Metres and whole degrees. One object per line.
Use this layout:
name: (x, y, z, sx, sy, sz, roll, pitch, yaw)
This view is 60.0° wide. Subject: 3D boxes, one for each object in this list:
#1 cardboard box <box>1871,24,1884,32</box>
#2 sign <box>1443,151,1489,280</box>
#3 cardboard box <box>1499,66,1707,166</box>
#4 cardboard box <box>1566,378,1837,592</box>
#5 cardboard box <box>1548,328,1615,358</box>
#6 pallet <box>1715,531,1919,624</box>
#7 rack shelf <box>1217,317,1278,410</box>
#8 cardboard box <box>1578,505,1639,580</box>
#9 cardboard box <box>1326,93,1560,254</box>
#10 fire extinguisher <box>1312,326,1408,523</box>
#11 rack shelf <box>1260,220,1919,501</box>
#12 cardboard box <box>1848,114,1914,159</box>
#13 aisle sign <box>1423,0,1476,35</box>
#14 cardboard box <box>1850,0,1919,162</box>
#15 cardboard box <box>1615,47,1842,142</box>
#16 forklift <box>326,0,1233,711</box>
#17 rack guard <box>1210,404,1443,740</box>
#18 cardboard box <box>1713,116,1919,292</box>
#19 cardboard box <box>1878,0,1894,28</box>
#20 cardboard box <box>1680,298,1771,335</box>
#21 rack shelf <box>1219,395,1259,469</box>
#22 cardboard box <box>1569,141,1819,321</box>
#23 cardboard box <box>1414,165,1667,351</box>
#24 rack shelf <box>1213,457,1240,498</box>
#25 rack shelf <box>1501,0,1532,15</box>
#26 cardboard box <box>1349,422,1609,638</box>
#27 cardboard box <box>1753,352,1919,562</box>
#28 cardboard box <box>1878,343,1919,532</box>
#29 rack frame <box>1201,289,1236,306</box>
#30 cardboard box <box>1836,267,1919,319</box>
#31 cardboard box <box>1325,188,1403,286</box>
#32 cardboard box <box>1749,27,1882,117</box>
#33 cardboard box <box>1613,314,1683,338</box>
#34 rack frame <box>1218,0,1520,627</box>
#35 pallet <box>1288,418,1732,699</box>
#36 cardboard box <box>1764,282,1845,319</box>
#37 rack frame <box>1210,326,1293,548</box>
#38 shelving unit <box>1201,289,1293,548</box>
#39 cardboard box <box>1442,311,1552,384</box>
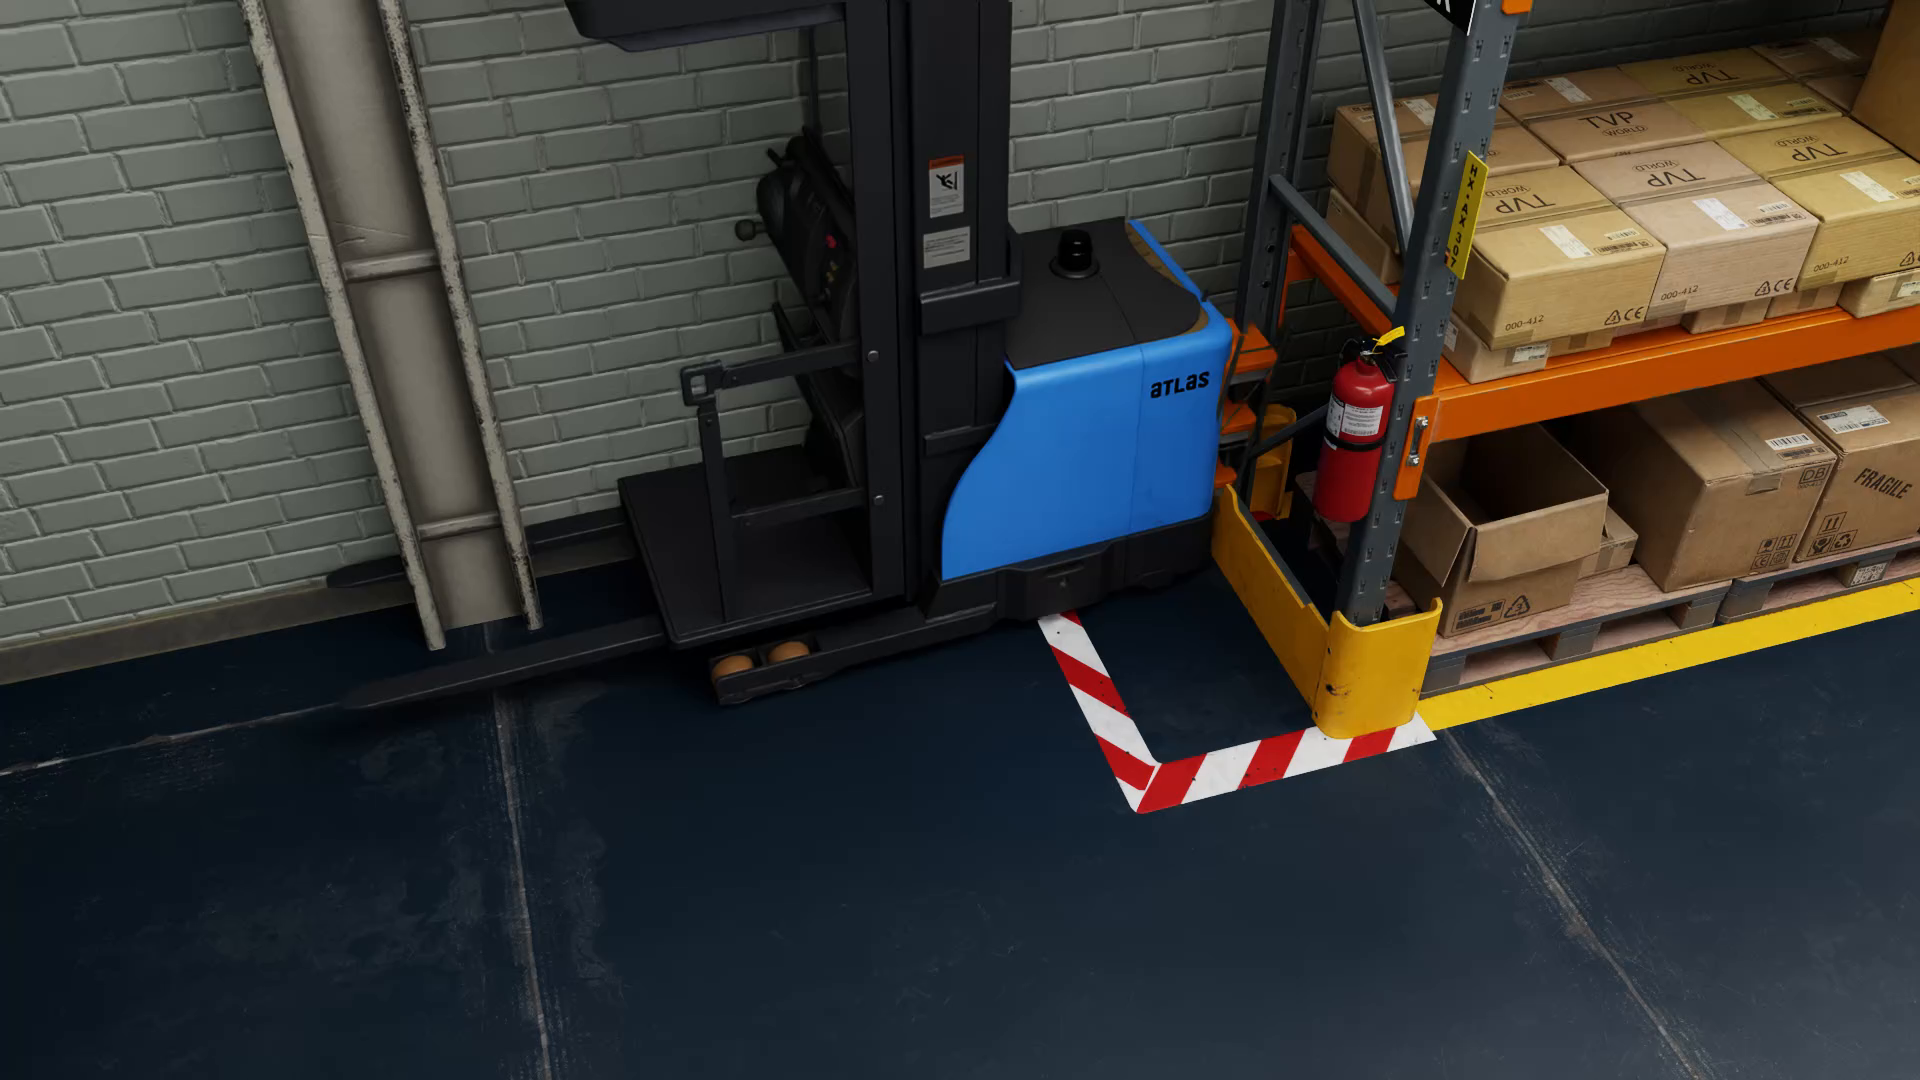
cardboard box: (3.424, -1.558, 5.642, 0.500, 0.250, 0.500, -11, 42, -12)
sign: (1.294, -0.830, 4.263, 0.005, 0.325, 0.100, -12, 42, -13)
cardboard box: (1.982, -1.259, 5.299, 0.500, 0.250, 0.500, -12, 42, -13)
cardboard box: (2.570, -0.268, 5.857, 0.500, 0.500, 0.700, -10, 42, -11)
cardboard box: (1.756, -0.722, 4.988, 0.250, 0.149, 0.380, -11, 42, -12)
pallet: (3.125, -0.206, 6.326, 1.213, 0.211, 1.003, -12, 42, -13)
rack shelf: (0.915, -0.588, 5.631, 0.215, 0.259, 0.240, -12, 51, -20)
cardboard box: (2.160, -0.050, 5.875, 0.250, 0.149, 0.380, -13, 43, -15)
cardboard box: (1.490, -1.158, 5.183, 0.500, 0.250, 0.500, -11, 42, -12)
fire extinguisher: (1.130, -0.356, 4.720, 0.183, 0.674, 0.296, -12, 42, -13)
rack shelf: (3.039, -0.969, 5.626, 4.000, 0.370, 1.077, -12, 42, -13)
cardboard box: (3.090, -1.137, 5.160, 0.500, 0.250, 0.500, -13, 43, -14)
aisle sign: (1.154, -1.626, 3.855, 0.004, 0.787, 0.394, -12, 42, -13)
cardboard box: (3.075, -1.400, 4.891, 0.500, 0.500, 0.500, -11, 42, -12)
cardboard box: (2.456, -1.354, 5.408, 0.500, 0.250, 0.500, -10, 42, -12)
forklift: (-0.661, -0.945, 5.104, 3.031, 2.935, 1.130, -14, 43, -15)
rack guard: (1.204, 0.082, 5.777, 0.348, 0.500, 1.175, -12, 42, -13)
cardboard box: (2.608, -1.023, 5.029, 0.500, 0.250, 0.500, -12, 43, -14)
cardboard box: (3.446, -1.846, 5.401, 0.500, 0.500, 0.500, -13, 43, -14)
cardboard box: (2.256, -0.808, 5.085, 0.250, 0.149, 0.380, -10, 42, -12)
rack shelf: (0.881, -0.396, 5.836, 0.215, 0.259, 0.240, -12, 51, -20)
cardboard box: (2.126, -0.921, 4.912, 0.500, 0.250, 0.500, -11, 42, -13)
cardboard box: (1.645, -0.821, 4.798, 0.500, 0.250, 0.500, -11, 42, -13)
rack shelf: (0.847, -0.207, 6.038, 0.215, 0.259, 0.240, -12, 51, -20)
rack shelf: (3.039, -2.099, 4.639, 4.000, 0.370, 1.077, -12, 42, -13)
cardboard box: (1.743, -0.124, 5.691, 0.637, 0.503, 0.797, -13, 43, -15)
cardboard box: (3.104, -0.309, 5.905, 0.500, 0.500, 0.500, -11, 42, -12)
cardboard box: (3.560, -0.473, 6.092, 0.500, 0.500, 0.700, -13, 43, -15)
rack frame: (0.836, -0.489, 5.902, 0.200, 1.050, 0.008, -12, 51, -20)
cardboard box: (2.771, -0.866, 5.153, 0.250, 0.149, 0.380, -13, 43, -14)
cardboard box: (1.367, -0.984, 5.288, 0.250, 0.149, 0.380, -12, 43, -14)
cardboard box: (2.955, -1.457, 5.526, 0.500, 0.250, 0.500, -12, 43, -13)
cardboard box: (1.996, -0.796, 5.072, 0.250, 0.149, 0.380, -12, 43, -14)
rack frame: (1.131, -0.845, 4.937, 0.127, 3.000, 1.000, -12, 42, -13)
pallet: (1.964, 0.032, 6.053, 1.213, 0.211, 1.003, -12, 42, -13)
cardboard box: (2.507, -0.864, 5.150, 0.250, 0.149, 0.380, -11, 42, -12)
rack frame: (0.928, -0.317, 5.756, 0.200, 1.050, 0.008, -12, 51, -20)
shelving unit: (0.882, -0.403, 5.829, 0.215, 1.050, 0.252, -12, 51, -20)
cardboard box: (1.527, -0.643, 4.897, 0.250, 0.149, 0.380, -12, 43, -13)
